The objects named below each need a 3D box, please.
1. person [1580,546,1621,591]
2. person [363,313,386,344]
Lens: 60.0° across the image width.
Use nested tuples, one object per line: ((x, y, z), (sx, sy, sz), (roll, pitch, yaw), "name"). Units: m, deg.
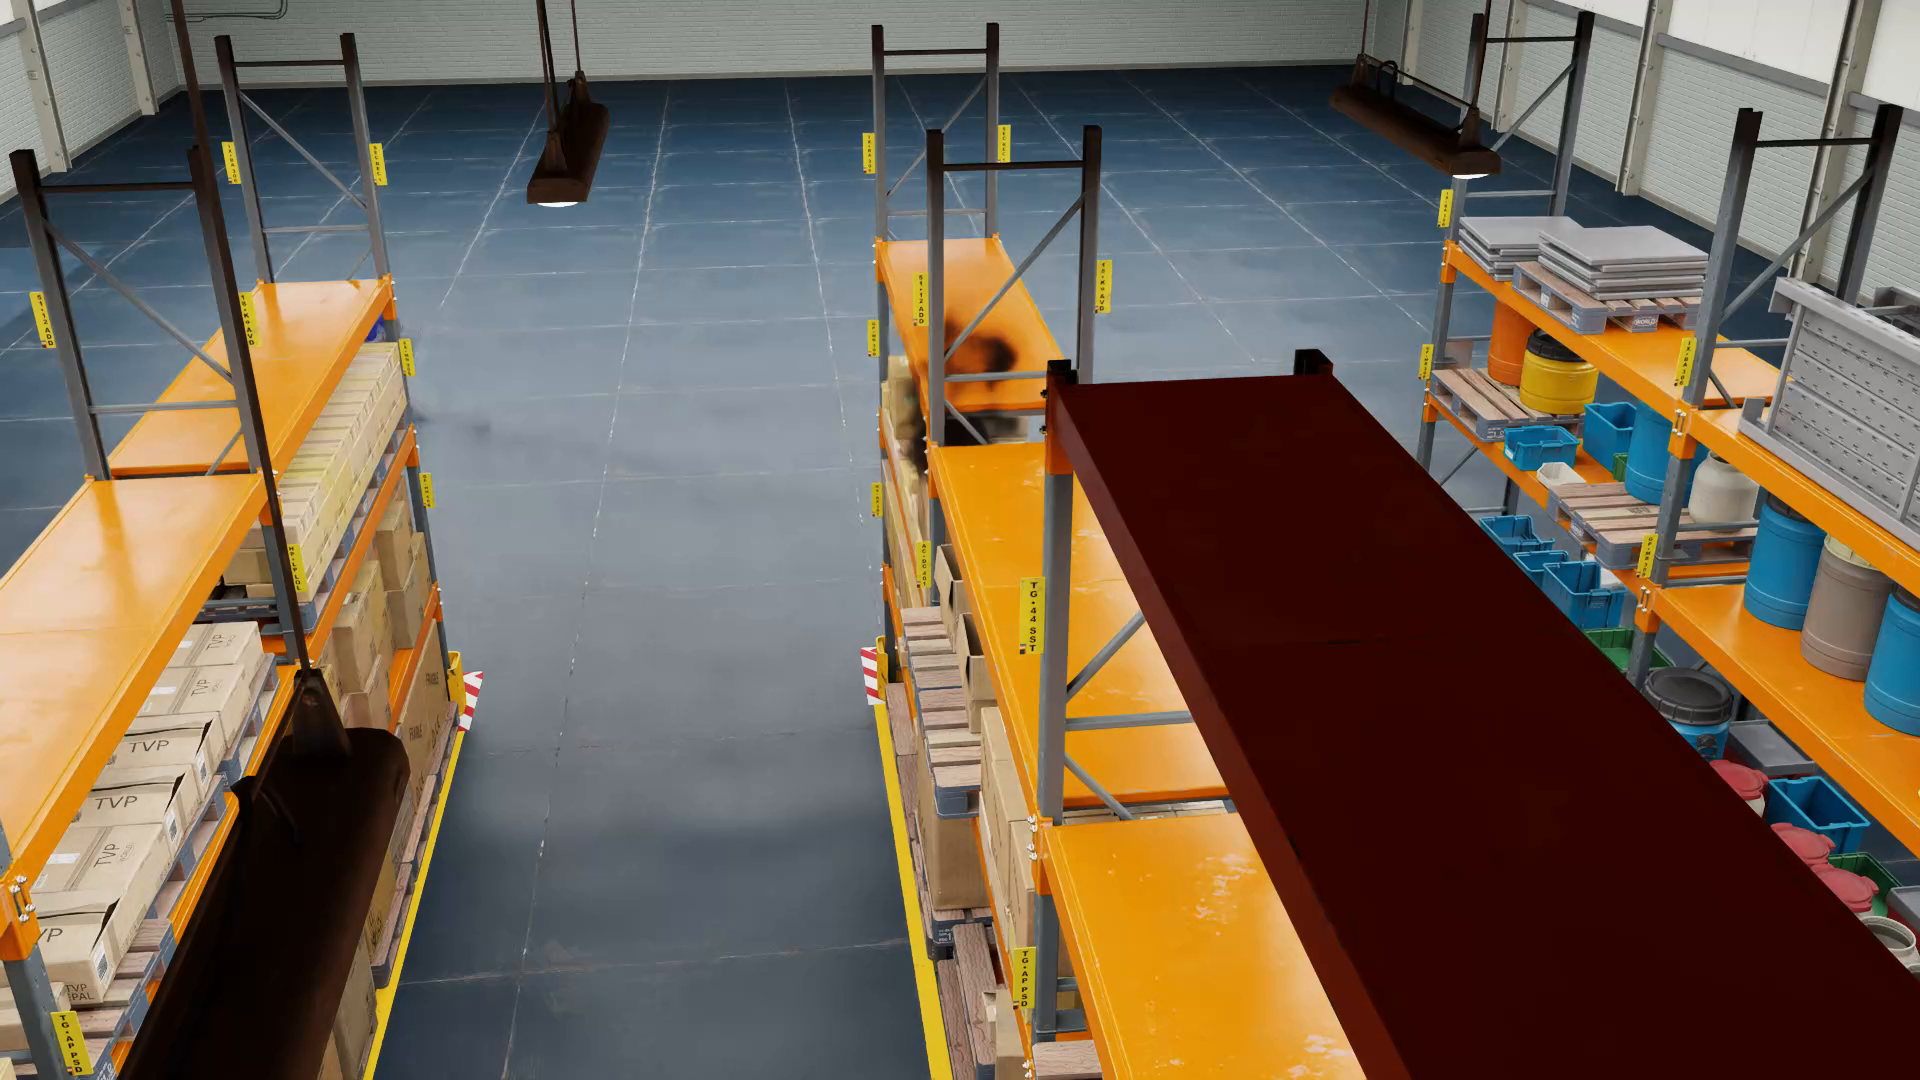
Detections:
((6.139, 0.402, 15.799), (0.650, 1.667, 0.615), (-9, 27, -18), "person")
((-7.691, -2.432, 21.743), (0.707, 1.649, 0.576), (14, 29, 27), "person")
